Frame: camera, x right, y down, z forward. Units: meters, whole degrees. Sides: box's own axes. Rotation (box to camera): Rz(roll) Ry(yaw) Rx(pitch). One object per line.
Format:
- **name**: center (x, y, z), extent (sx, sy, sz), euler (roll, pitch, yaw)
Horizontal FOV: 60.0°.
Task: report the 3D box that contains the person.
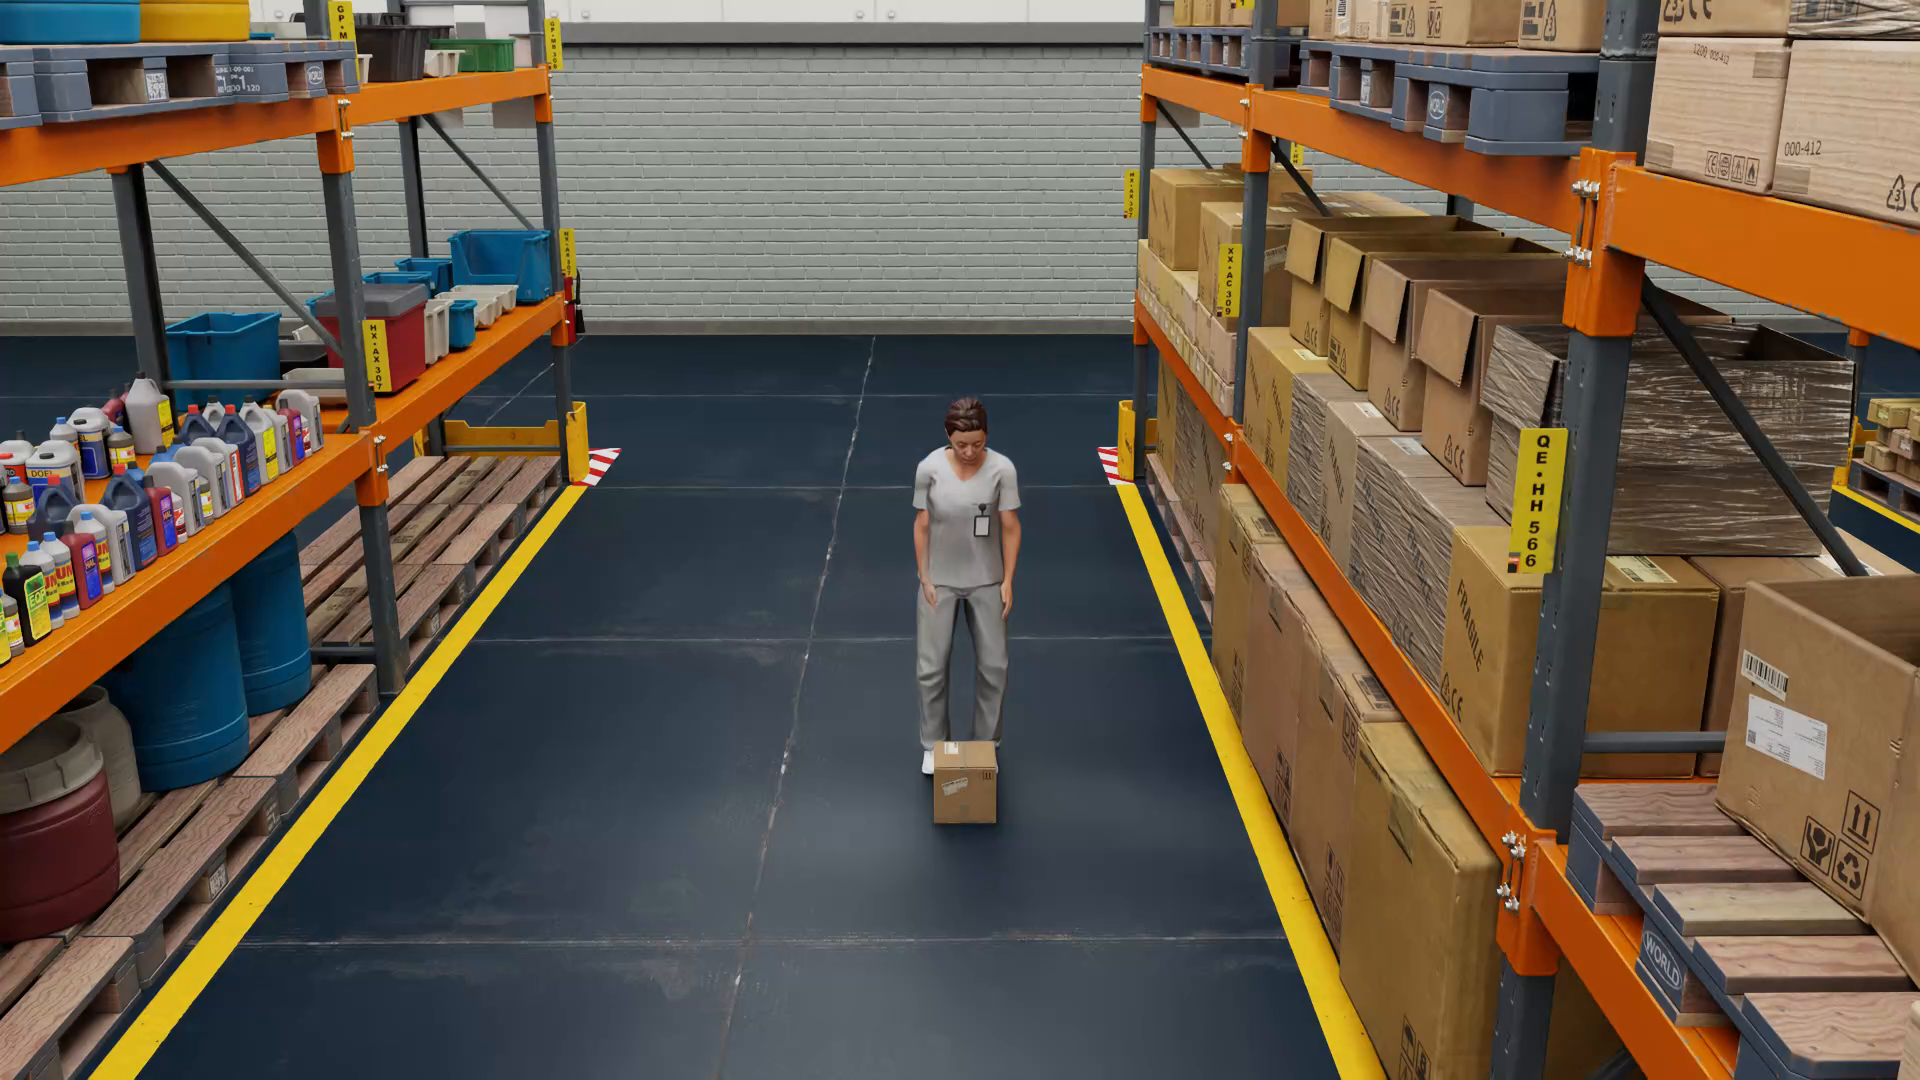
- **person**: center (0.028, 0.201, 7.003), extent (0.456, 1.624, 0.354), euler (0, 17, 1)
